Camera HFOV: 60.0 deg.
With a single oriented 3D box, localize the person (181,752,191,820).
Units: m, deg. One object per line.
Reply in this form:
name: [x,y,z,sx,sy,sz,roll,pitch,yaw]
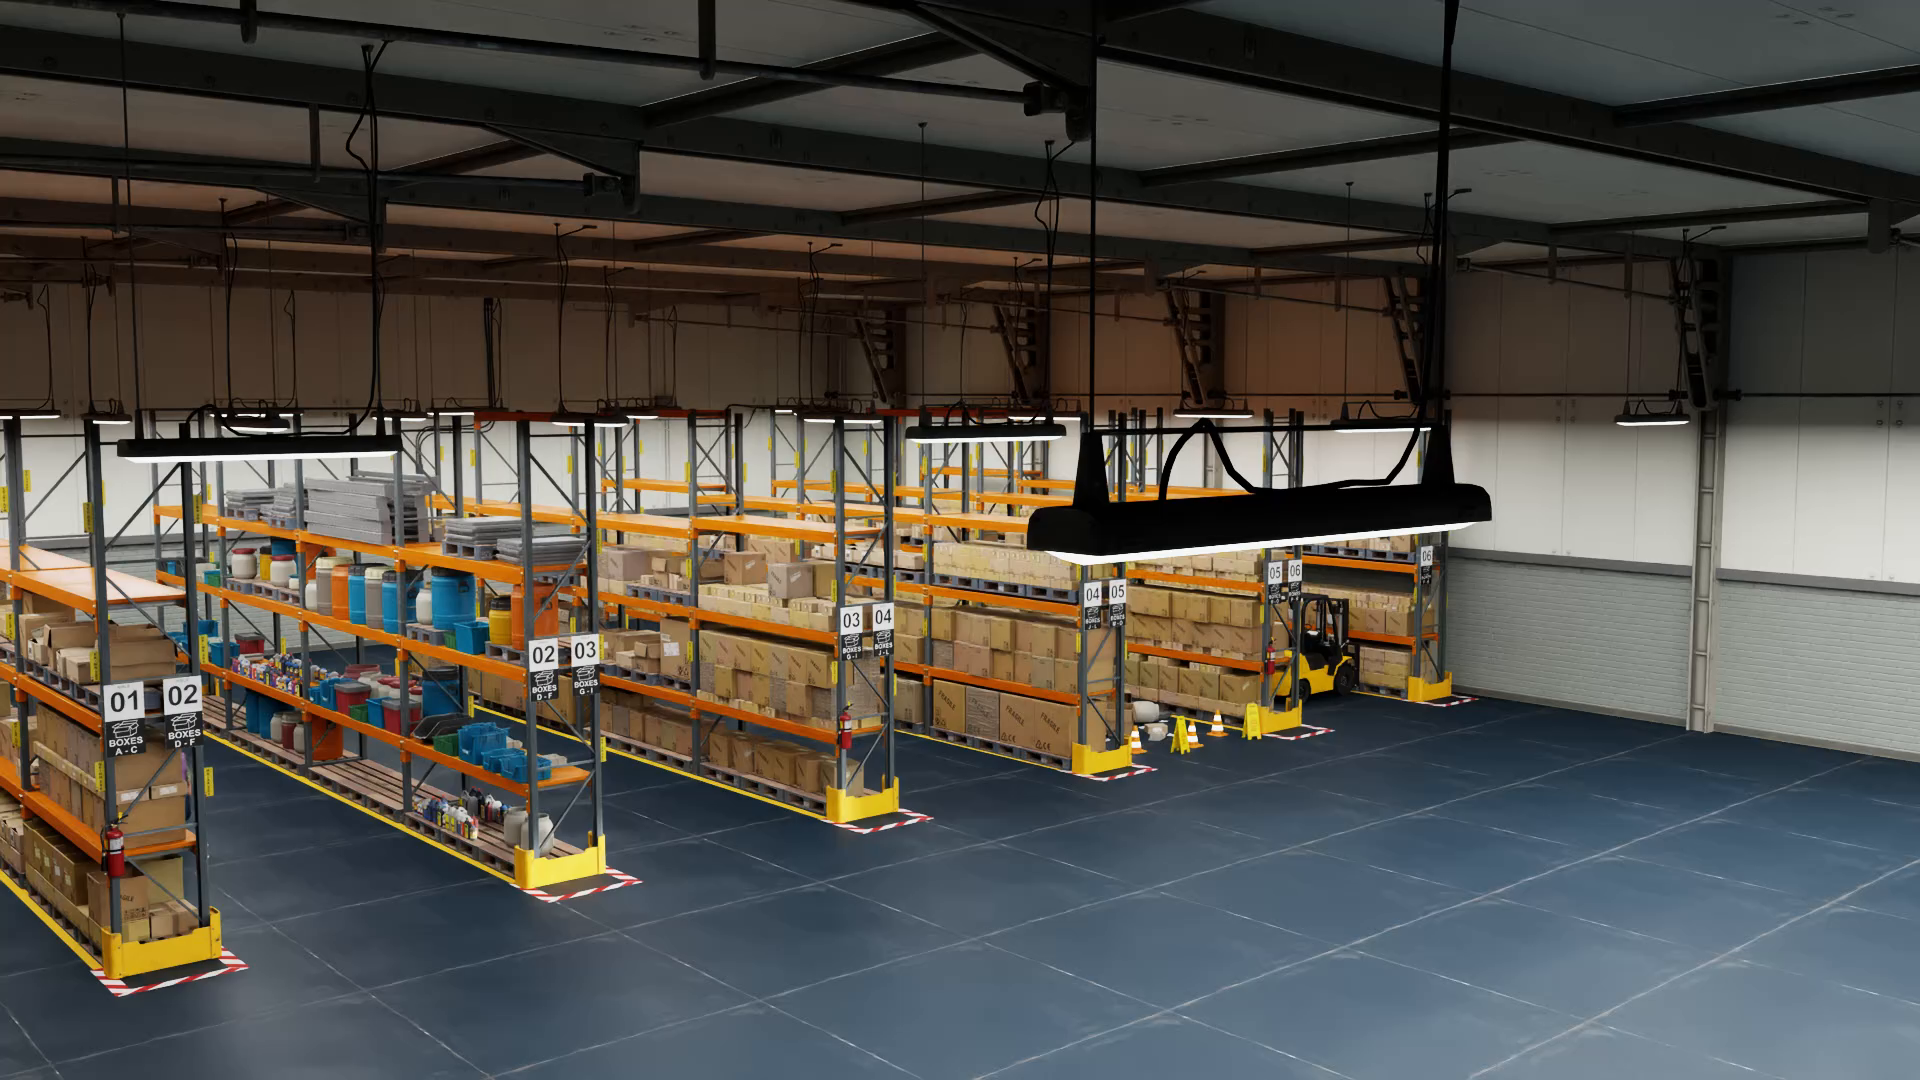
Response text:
person: [-10.979,3.542,23.174,0.487,1.543,0.503,4,7,40]
